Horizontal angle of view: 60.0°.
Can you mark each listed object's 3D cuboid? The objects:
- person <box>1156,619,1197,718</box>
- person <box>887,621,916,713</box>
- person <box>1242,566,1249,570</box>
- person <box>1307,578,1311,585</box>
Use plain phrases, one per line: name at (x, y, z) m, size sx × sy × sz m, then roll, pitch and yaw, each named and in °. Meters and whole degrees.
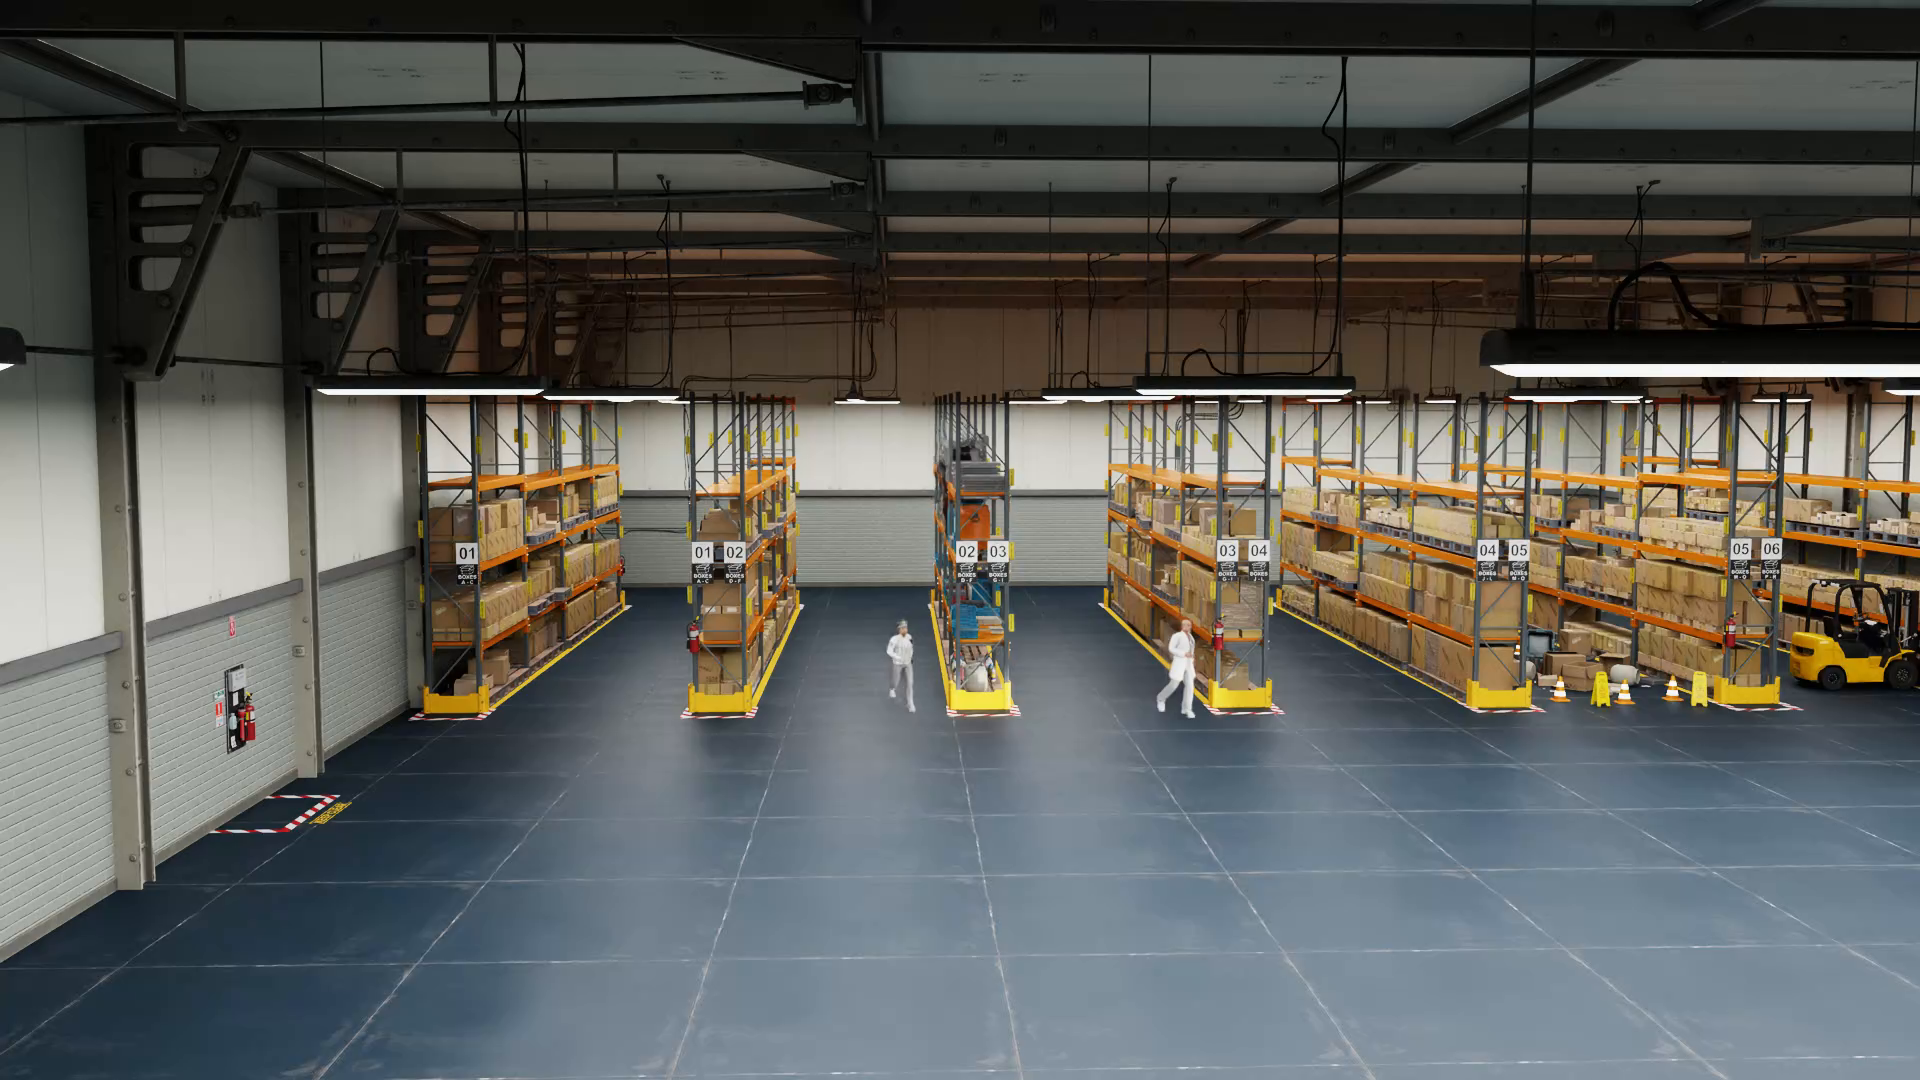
person at (4.121, 2.356, 30.918) m, size 0.740 × 1.769 × 1.024 m, roll -3°, pitch 6°, yaw -37°
person at (-1.120, 2.367, 31.545) m, size 0.584 × 1.703 × 1.093 m, roll -2°, pitch 5°, yaw -20°
person at (7.981, 1.140, 46.496) m, size 0.699 × 1.740 × 0.569 m, roll 0°, pitch 5°, yaw 4°
person at (10.386, 0.988, 48.990) m, size 0.600 × 1.636 × 0.907 m, roll -4°, pitch 6°, yaw -40°
